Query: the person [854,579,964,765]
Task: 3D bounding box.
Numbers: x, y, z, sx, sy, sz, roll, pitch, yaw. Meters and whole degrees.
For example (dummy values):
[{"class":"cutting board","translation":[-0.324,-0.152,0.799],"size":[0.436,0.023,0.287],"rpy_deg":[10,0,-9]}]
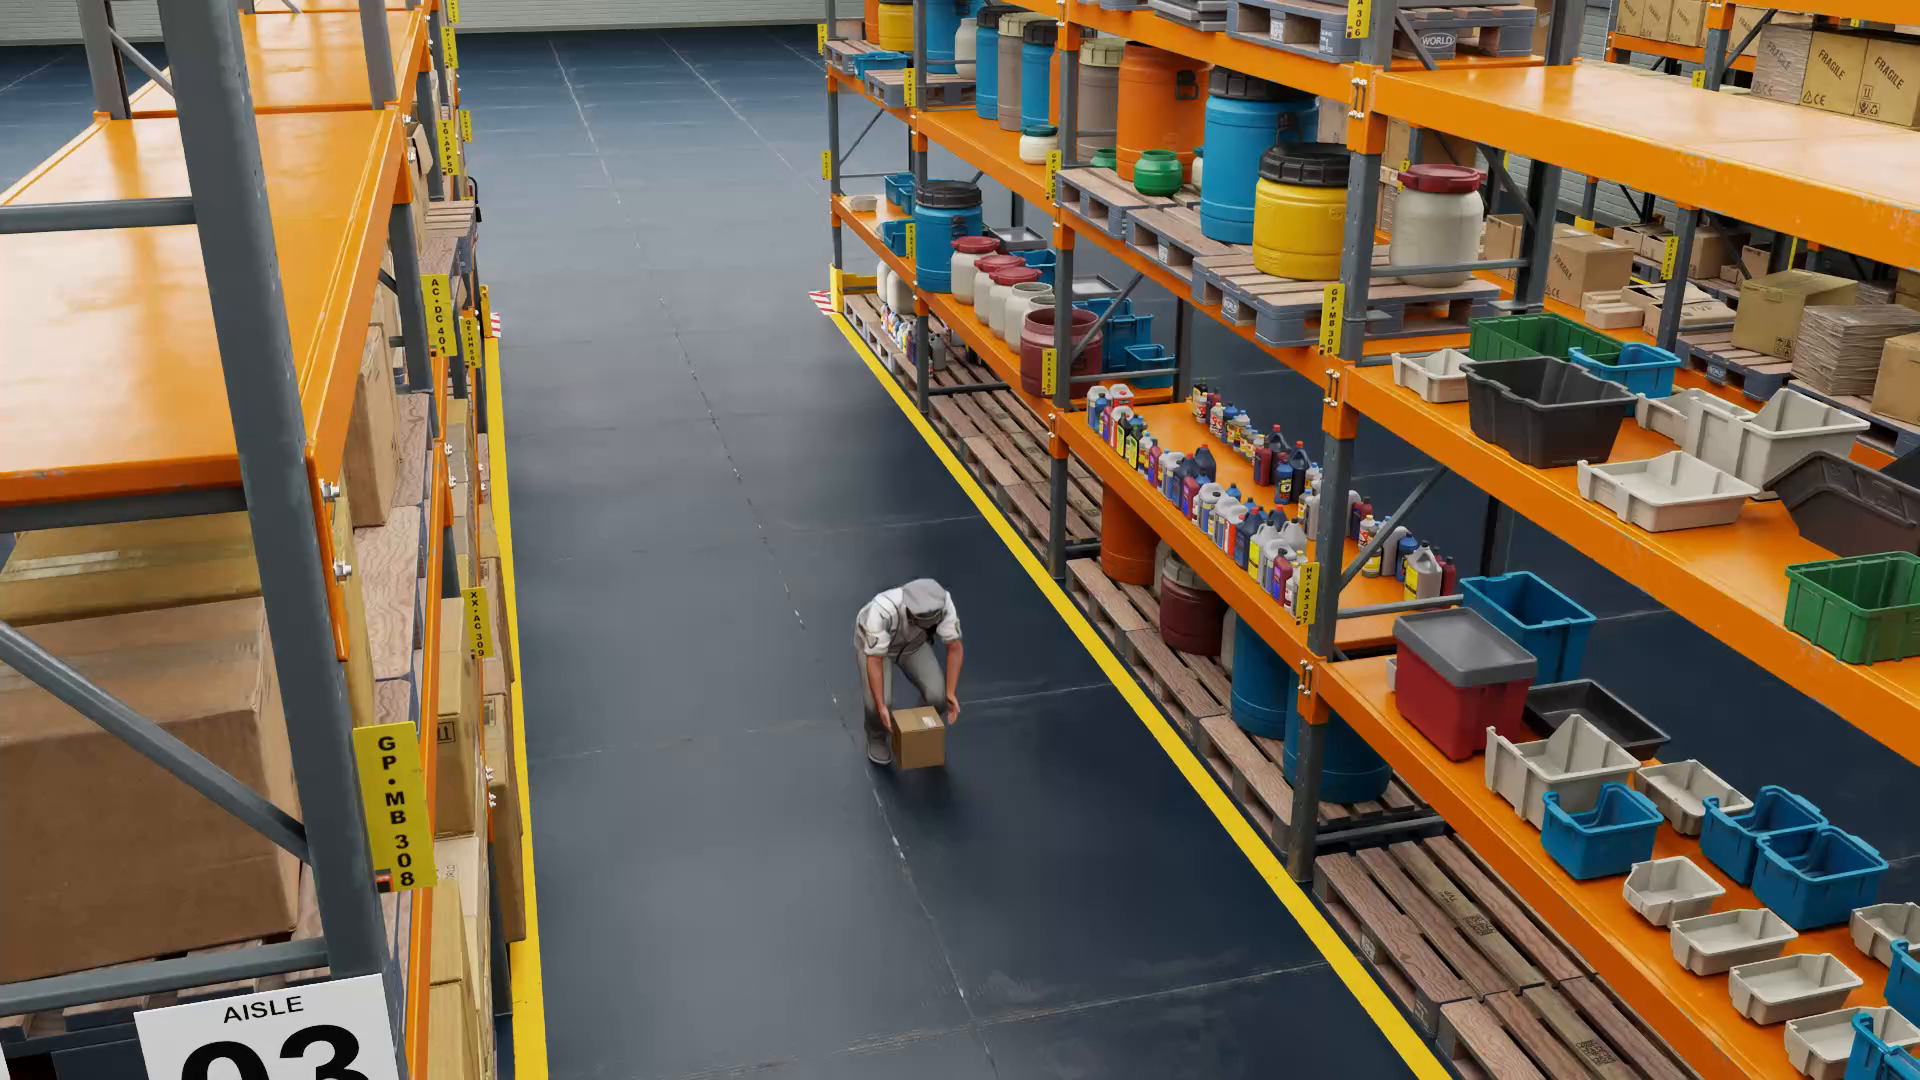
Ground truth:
[{"class":"person","translation":[-0.299,0.704,9.645],"size":[0.581,1.241,0.882],"rpy_deg":[-6,24,-14]}]
